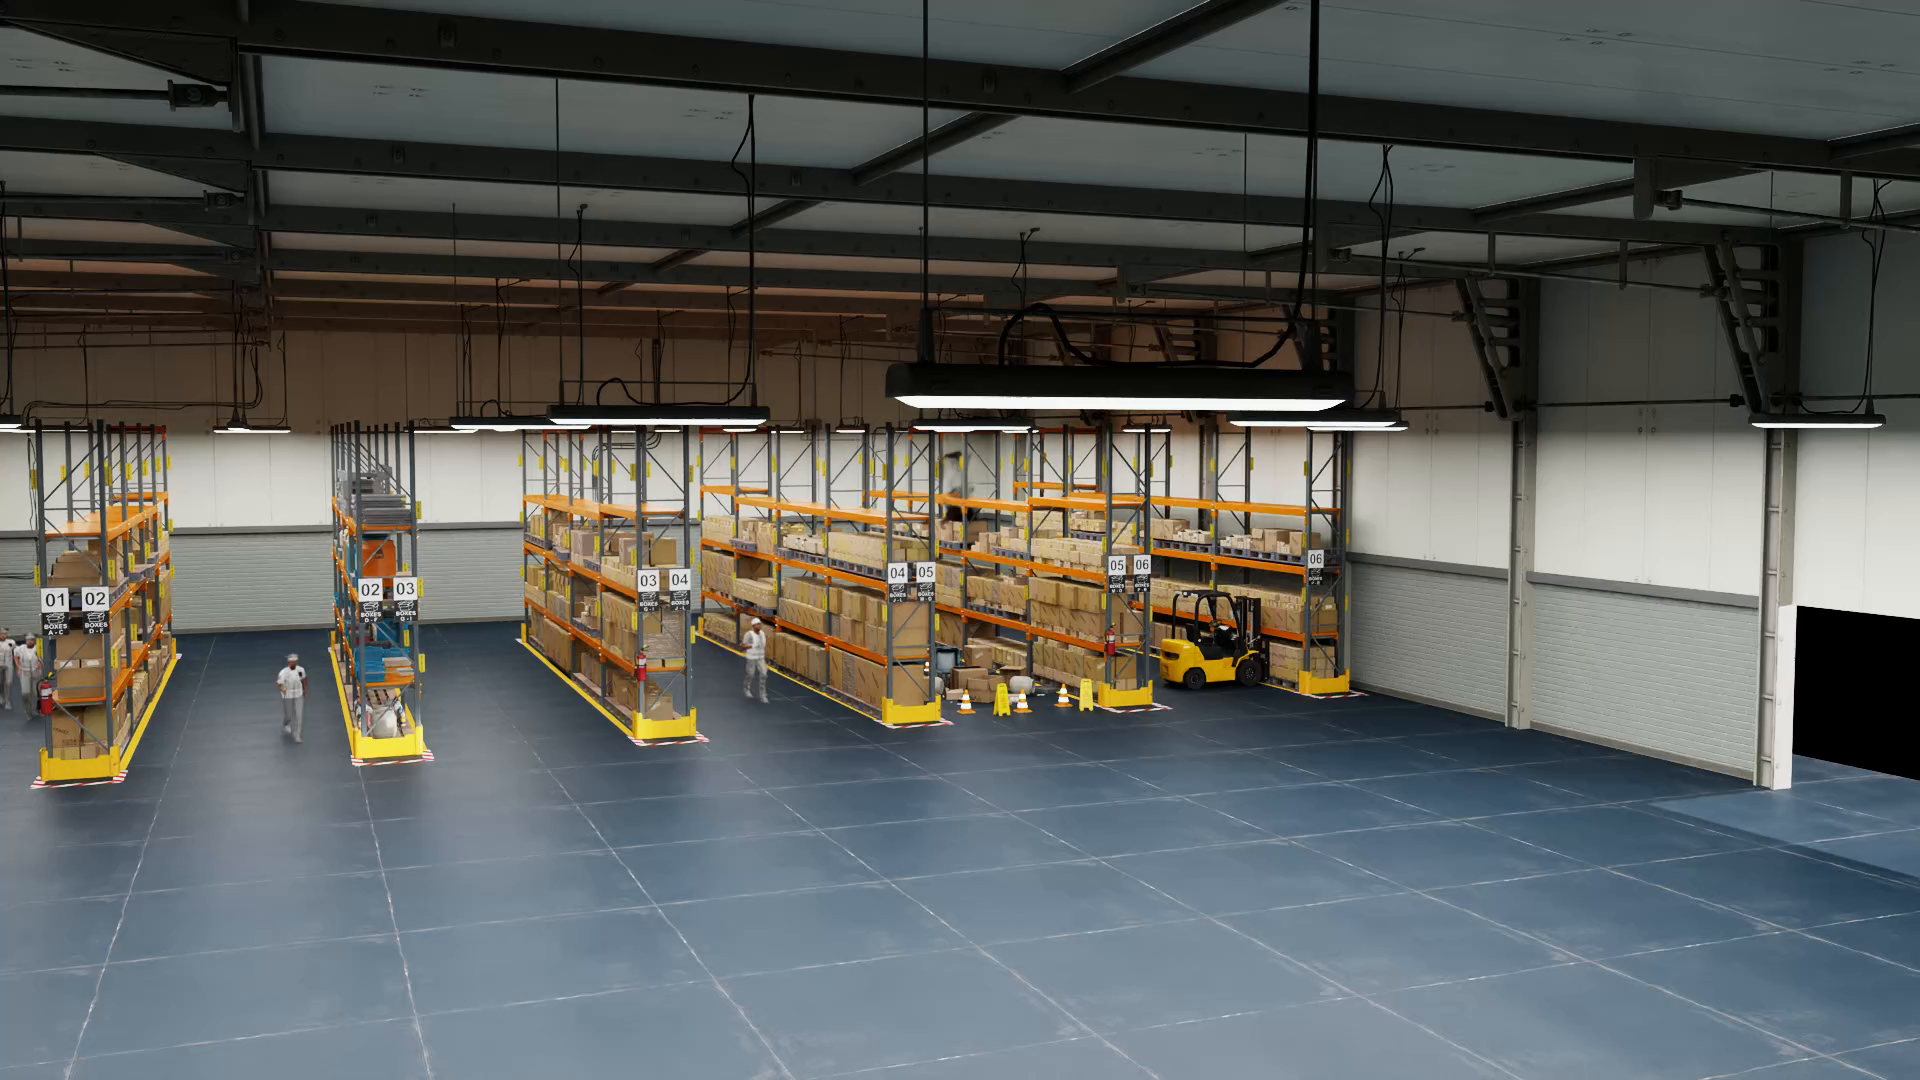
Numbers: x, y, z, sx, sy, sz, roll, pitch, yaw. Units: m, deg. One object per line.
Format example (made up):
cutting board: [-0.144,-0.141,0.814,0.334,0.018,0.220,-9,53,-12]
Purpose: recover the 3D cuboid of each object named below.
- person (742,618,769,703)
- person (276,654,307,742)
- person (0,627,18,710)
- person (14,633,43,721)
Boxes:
person: [-4.452,2.599,35.884,0.646,1.845,0.796,-3,5,-42]
person: [-12.544,2.937,31.236,0.571,1.652,0.879,-2,4,-32]
person: [-20.112,2.667,34.970,0.597,1.702,0.919,-2,4,-33]
person: [-18.803,2.769,33.685,0.590,1.835,0.889,-2,4,-31]
